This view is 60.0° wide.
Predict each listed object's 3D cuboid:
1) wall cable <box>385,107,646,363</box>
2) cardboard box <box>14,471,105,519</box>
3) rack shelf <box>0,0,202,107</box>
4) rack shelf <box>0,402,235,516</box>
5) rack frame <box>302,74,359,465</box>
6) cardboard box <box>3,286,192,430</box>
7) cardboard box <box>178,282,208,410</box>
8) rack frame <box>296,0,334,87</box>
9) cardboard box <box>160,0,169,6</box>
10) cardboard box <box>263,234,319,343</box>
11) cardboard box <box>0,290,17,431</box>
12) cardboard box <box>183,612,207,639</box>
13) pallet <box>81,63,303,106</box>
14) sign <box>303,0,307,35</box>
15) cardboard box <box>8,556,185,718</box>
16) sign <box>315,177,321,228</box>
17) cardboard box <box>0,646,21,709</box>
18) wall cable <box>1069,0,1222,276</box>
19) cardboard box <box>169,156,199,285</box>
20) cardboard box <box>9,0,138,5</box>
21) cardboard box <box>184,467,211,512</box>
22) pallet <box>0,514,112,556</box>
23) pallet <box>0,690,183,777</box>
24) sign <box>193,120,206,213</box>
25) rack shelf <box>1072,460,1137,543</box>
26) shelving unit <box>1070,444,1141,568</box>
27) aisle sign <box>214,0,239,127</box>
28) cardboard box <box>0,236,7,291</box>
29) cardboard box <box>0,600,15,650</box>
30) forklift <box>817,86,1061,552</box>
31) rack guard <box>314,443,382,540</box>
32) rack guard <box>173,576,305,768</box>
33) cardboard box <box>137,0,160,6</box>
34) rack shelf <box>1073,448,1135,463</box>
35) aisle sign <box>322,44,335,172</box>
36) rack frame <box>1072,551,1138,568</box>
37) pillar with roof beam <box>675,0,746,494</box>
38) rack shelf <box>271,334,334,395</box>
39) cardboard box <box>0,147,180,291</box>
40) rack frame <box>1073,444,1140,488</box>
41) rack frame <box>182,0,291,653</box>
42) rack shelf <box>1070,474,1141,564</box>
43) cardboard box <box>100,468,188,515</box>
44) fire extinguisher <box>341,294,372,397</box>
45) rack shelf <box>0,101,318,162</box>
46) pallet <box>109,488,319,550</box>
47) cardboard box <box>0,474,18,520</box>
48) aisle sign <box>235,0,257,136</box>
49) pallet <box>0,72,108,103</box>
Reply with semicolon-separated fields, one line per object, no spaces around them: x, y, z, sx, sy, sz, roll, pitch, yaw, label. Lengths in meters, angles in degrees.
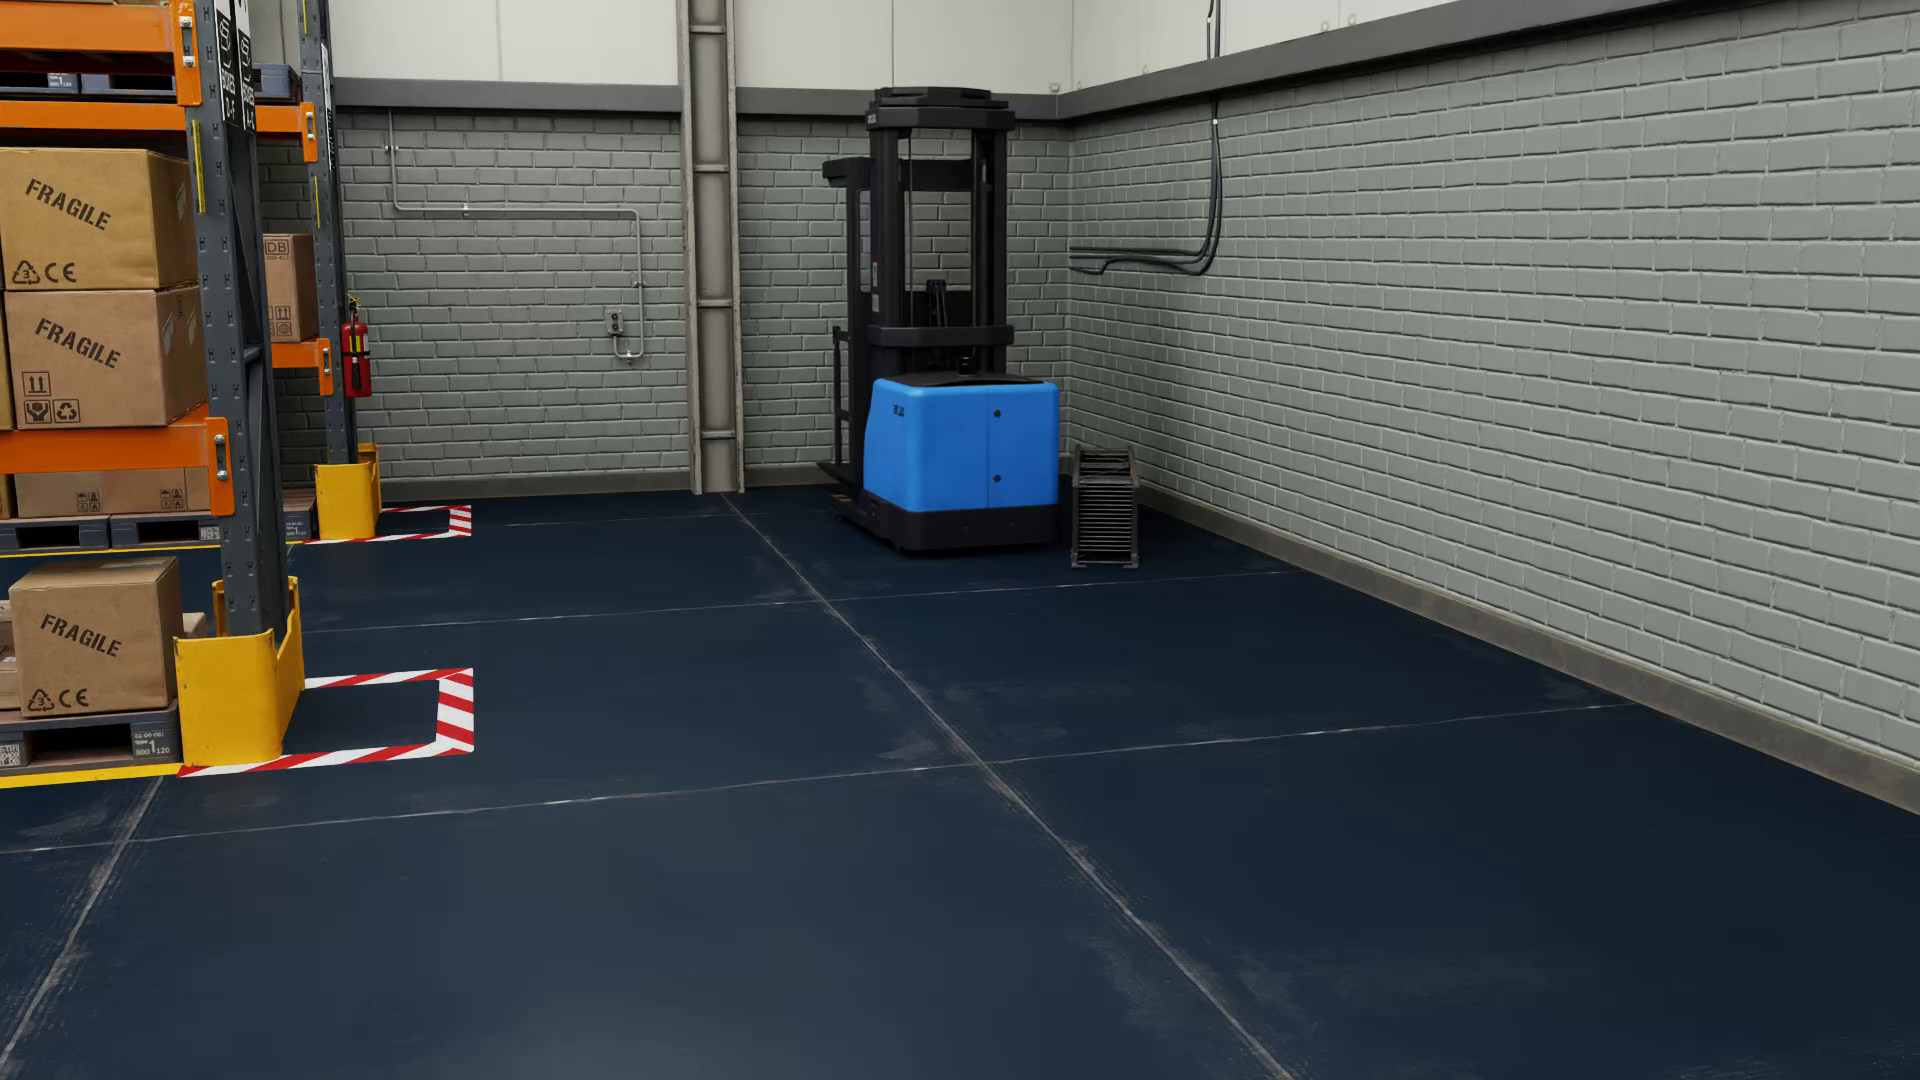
-3.306;-2.309;12.497;1.851;1.984;0.084;-3;11;-16;wall cable
-5.878;-0.453;10.968;0.500;0.500;0.700;-3;11;-18;cardboard box
-4.803;-1.739;5.910;4.000;0.370;1.077;-3;11;-16;rack shelf
-4.803;-0.264;6.182;4.000;0.370;1.077;-3;11;-16;rack shelf
-4.271;-1.580;11.343;0.127;3.000;1.000;-3;11;-16;rack frame
-3.236;-0.698;6.277;0.500;0.500;0.500;-3;11;-14;cardboard box
-3.382;-0.791;6.785;0.500;0.500;0.500;-3;11;-15;cardboard box
-4.271;-4.530;10.800;0.127;3.000;1.000;-3;11;-16;rack frame
-4.897;-3.521;10.511;0.500;0.500;0.500;-3;11;-16;cardboard box
-4.757;-1.700;11.166;0.700;0.700;0.980;-3;11;-13;cardboard box
-3.733;-0.671;6.132;0.500;0.500;0.500;-3;11;-15;cardboard box
-3.381;0.428;7.094;0.250;0.149;0.380;-3;11;-16;cardboard box
-4.980;-2.972;10.866;1.213;0.211;1.003;-3;11;-16;pallet
-4.132;-3.357;10.482;0.005;0.325;0.100;-3;11;-16;sign
-3.336;0.364;6.471;0.500;0.500;0.500;-3;11;-16;cardboard box
-4.132;-2.171;10.701;0.005;0.325;0.100;-3;11;-16;sign
-3.750;0.533;6.475;0.250;0.166;0.380;-3;11;-16;cardboard box
1.260;-3.227;12.299;0.112;2.526;3.097;-3;11;-16;wall cable
-3.382;-1.283;6.694;0.500;0.500;0.500;-3;11;-14;cardboard box
-3.302;-2.049;6.019;0.500;0.250;0.500;-3;11;-16;cardboard box
-4.915;-0.504;11.245;0.500;0.500;0.700;-3;11;-16;cardboard box
-6.186;-0.093;10.970;1.213;0.211;1.003;-3;11;-16;pallet
-3.721;0.697;6.678;1.213;0.211;1.003;-3;11;-16;pallet
-2.747;-1.346;6.004;0.005;0.325;0.100;-3;11;-16;sign
0.956;-0.257;11.001;0.431;0.480;0.518;1;10;4;rack shelf
0.957;-0.260;11.014;0.431;0.503;2.100;1;10;4;shelving unit
-2.731;-1.948;6.161;0.004;0.787;0.394;-3;11;-16;aisle sign
-3.718;-1.164;6.045;0.500;0.500;0.500;-3;11;-14;cardboard box
-3.964;0.421;6.857;0.500;0.250;0.500;-3;11;-16;cardboard box
-0.313;-1.591;11.593;1.130;2.935;3.031;-4;11;-19;forklift
-4.248;-0.352;11.576;0.348;0.500;1.175;-3;11;-16;rack guard
-2.955;0.514;6.872;0.348;0.500;1.175;-3;11;-16;rack guard
-3.447;-2.139;6.508;0.500;0.250;0.500;-3;11;-16;cardboard box
1.011;-0.378;11.688;0.431;0.480;0.518;1;10;4;rack shelf
-4.118;-2.810;10.844;0.004;0.787;0.394;-3;11;-16;aisle sign
0.957;-0.019;11.056;0.400;0.015;2.100;1;10;4;rack frame
-0.717;-4.069;8.294;0.400;9.000;9.100;-3;11;-16;pillar with roof beam
-6.191;-1.125;10.859;4.000;0.370;1.077;-3;11;-16;rack shelf
-3.233;-1.189;6.185;0.500;0.500;0.500;-3;11;-16;cardboard box
0.957;-0.500;10.972;0.400;0.015;2.100;1;10;4;rack frame
-2.882;-0.719;6.667;0.127;3.000;1.000;-3;11;-16;rack frame
0.900;-0.137;10.313;0.431;0.480;0.518;1;10;4;rack shelf
-5.395;-0.479;11.107;0.500;0.500;0.700;-3;11;-16;cardboard box
-3.997;-1.286;10.990;0.183;0.674;0.296;-3;11;-16;fire extinguisher
-6.191;-2.600;10.587;4.000;0.370;1.077;-3;11;-16;rack shelf
-5.016;-0.154;11.302;1.213;0.211;1.003;-3;11;-16;pallet
-6.388;-0.425;10.815;0.500;0.500;0.700;-3;11;-15;cardboard box
-2.899;-2.052;6.727;0.004;0.787;0.394;-3;11;-16;aisle sign
-6.153;-2.910;10.527;1.213;0.211;1.003;-3;11;-16;pallet
